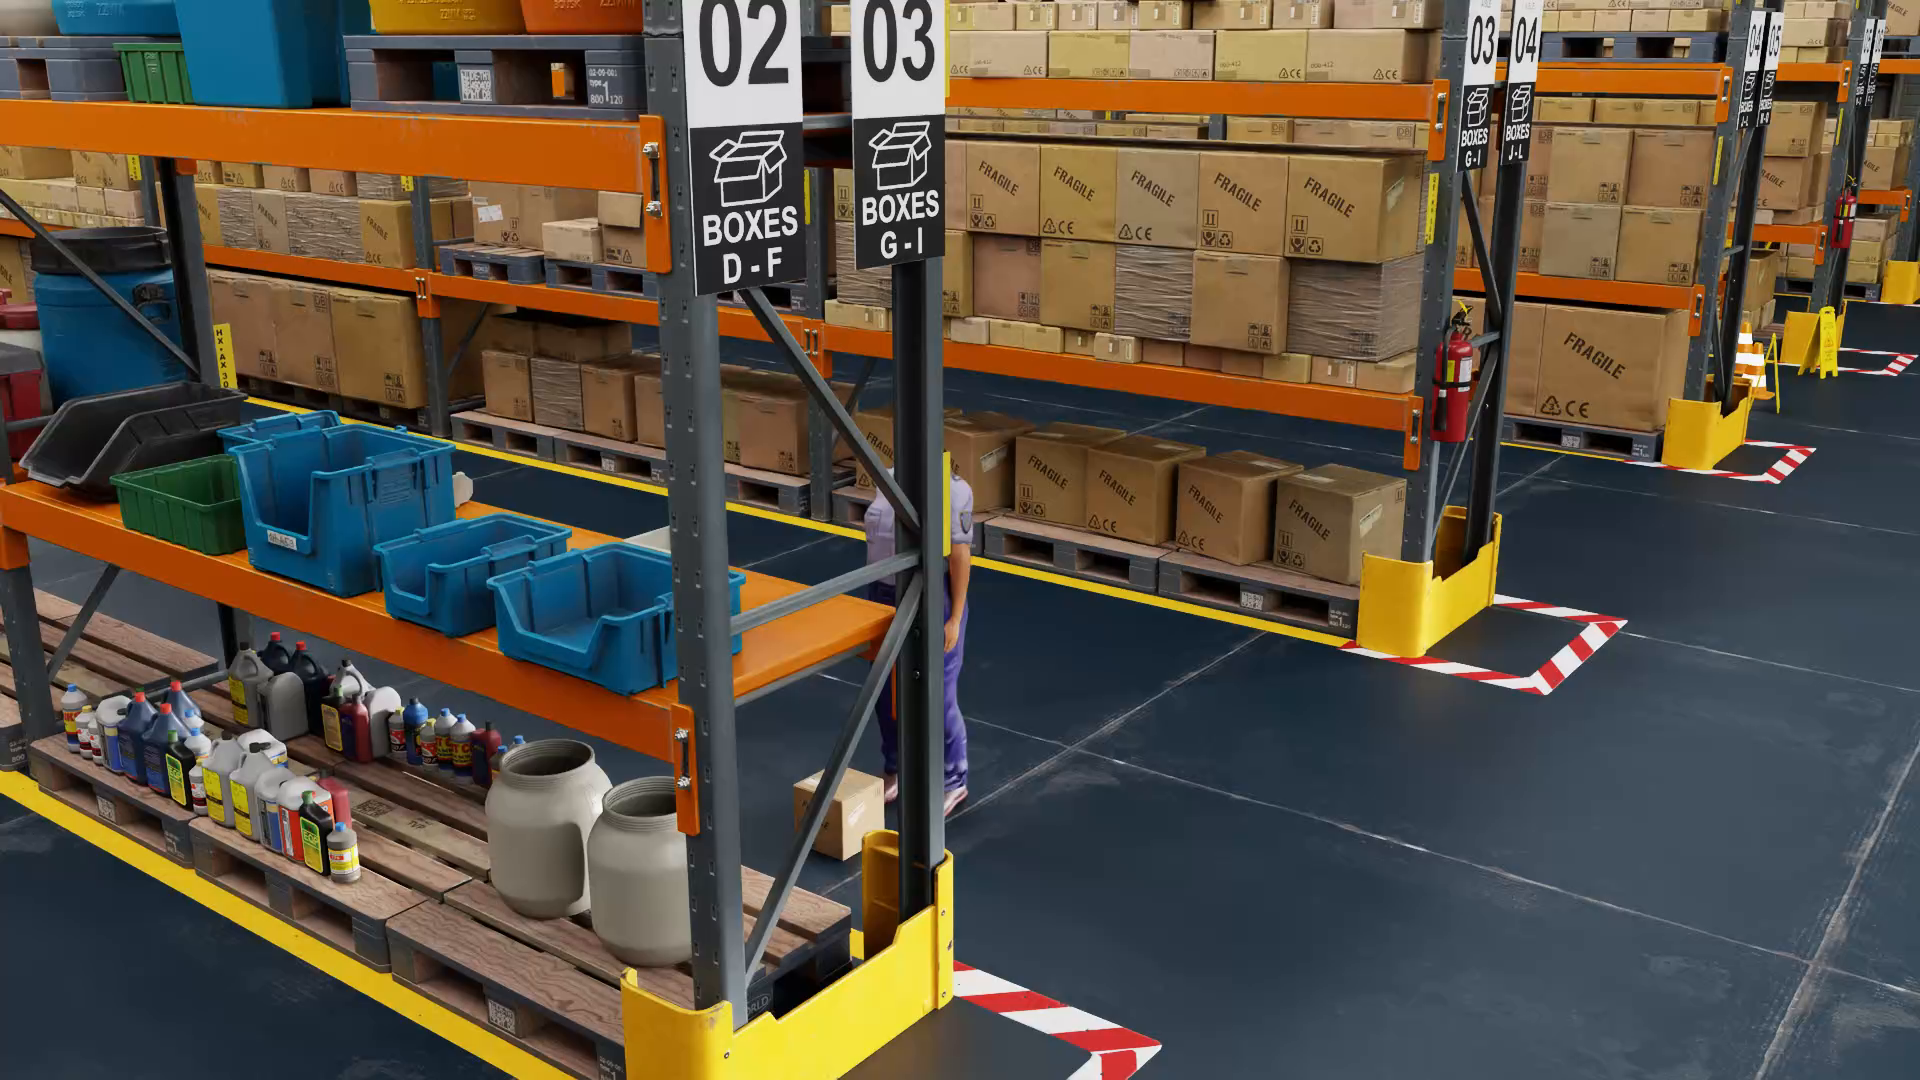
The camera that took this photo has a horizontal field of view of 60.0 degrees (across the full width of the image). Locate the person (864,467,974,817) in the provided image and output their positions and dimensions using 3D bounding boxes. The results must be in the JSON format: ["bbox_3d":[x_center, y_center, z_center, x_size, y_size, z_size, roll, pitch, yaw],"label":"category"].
[{"bbox_3d":[-0.168,0.287,6.619,0.467,1.646,0.343,13,21,36],"label":"person"}]
